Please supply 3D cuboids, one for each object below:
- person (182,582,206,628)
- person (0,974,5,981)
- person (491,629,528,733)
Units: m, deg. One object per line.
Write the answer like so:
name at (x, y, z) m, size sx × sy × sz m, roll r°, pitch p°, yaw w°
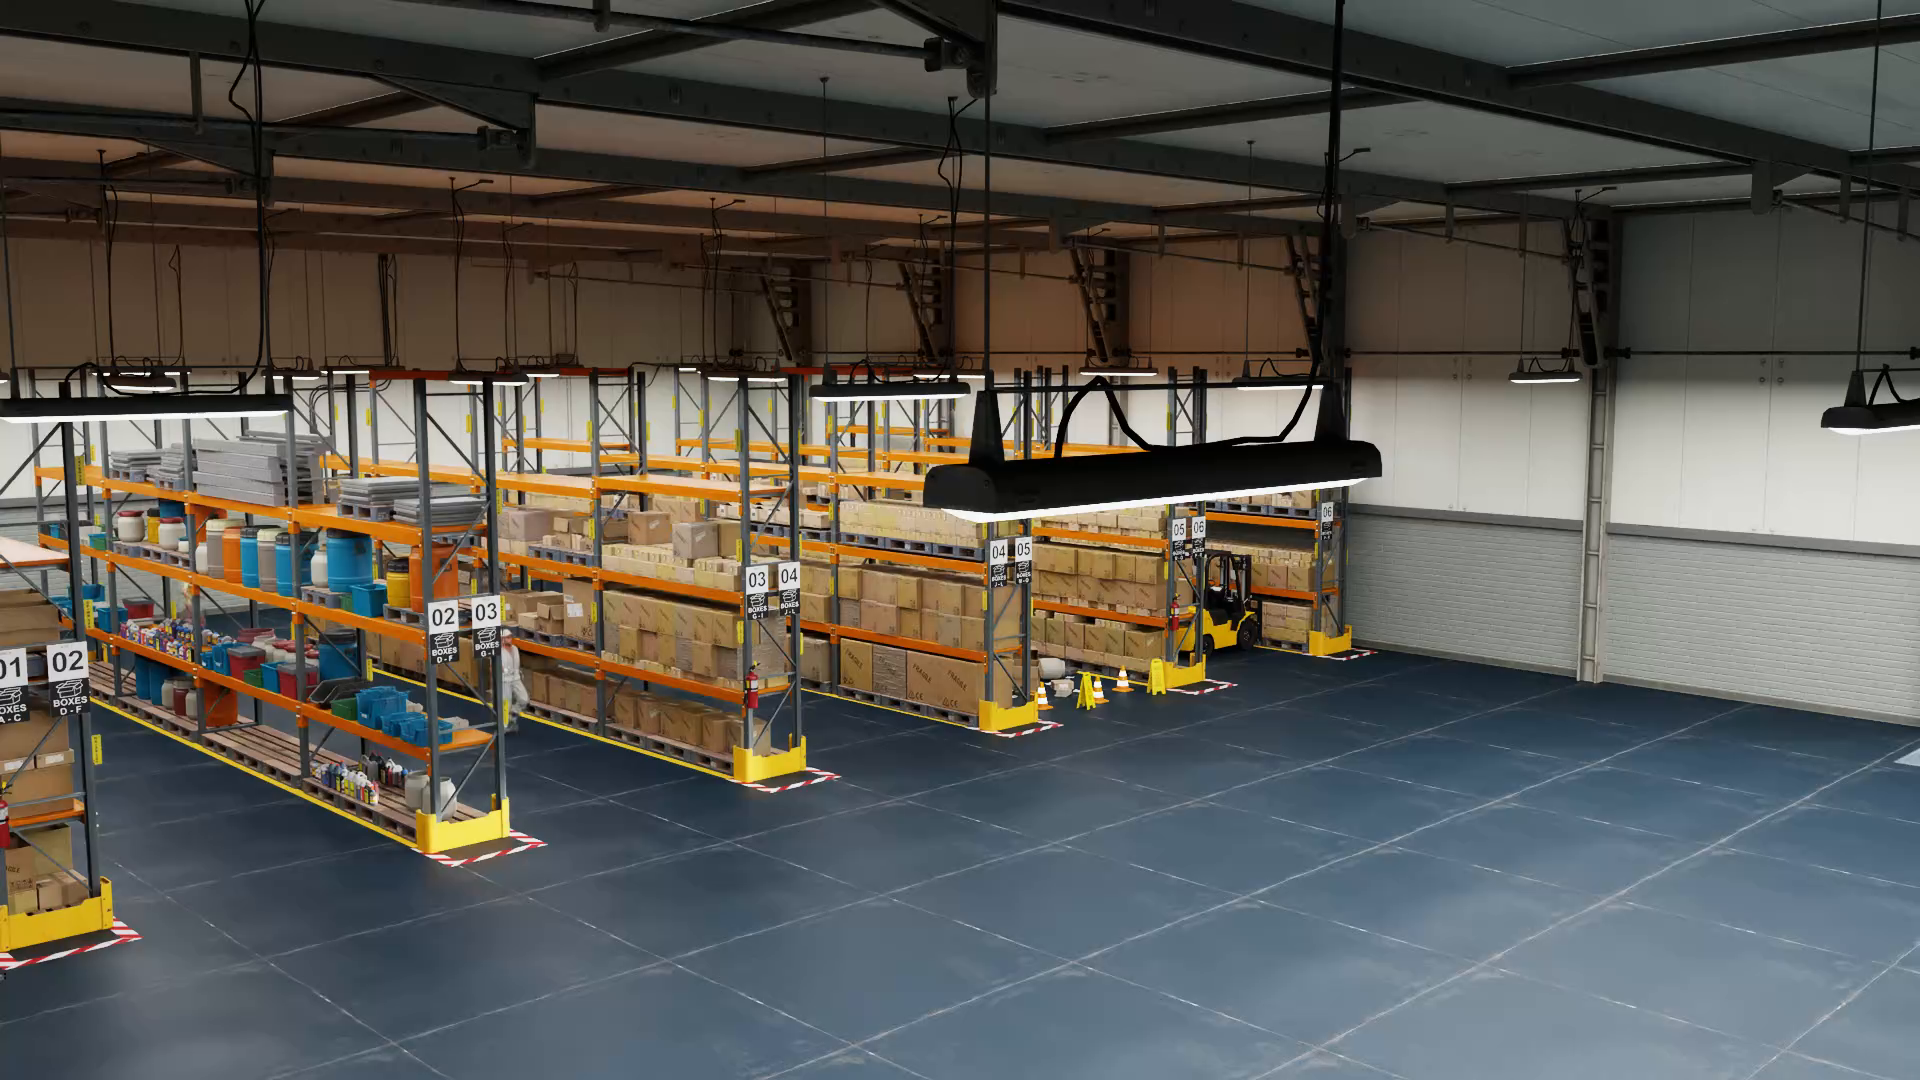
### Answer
person at (-16.782, 1.448, 36.218) m, size 0.836 × 1.642 × 0.579 m, roll -4°, pitch 8°, yaw -34°
person at (-10.053, 3.653, 16.840) m, size 0.800 × 1.601 × 0.561 m, roll 1°, pitch 6°, yaw 5°
person at (-7.421, 2.347, 27.517) m, size 0.632 × 1.753 × 0.628 m, roll 5°, pitch 8°, yaw 39°
